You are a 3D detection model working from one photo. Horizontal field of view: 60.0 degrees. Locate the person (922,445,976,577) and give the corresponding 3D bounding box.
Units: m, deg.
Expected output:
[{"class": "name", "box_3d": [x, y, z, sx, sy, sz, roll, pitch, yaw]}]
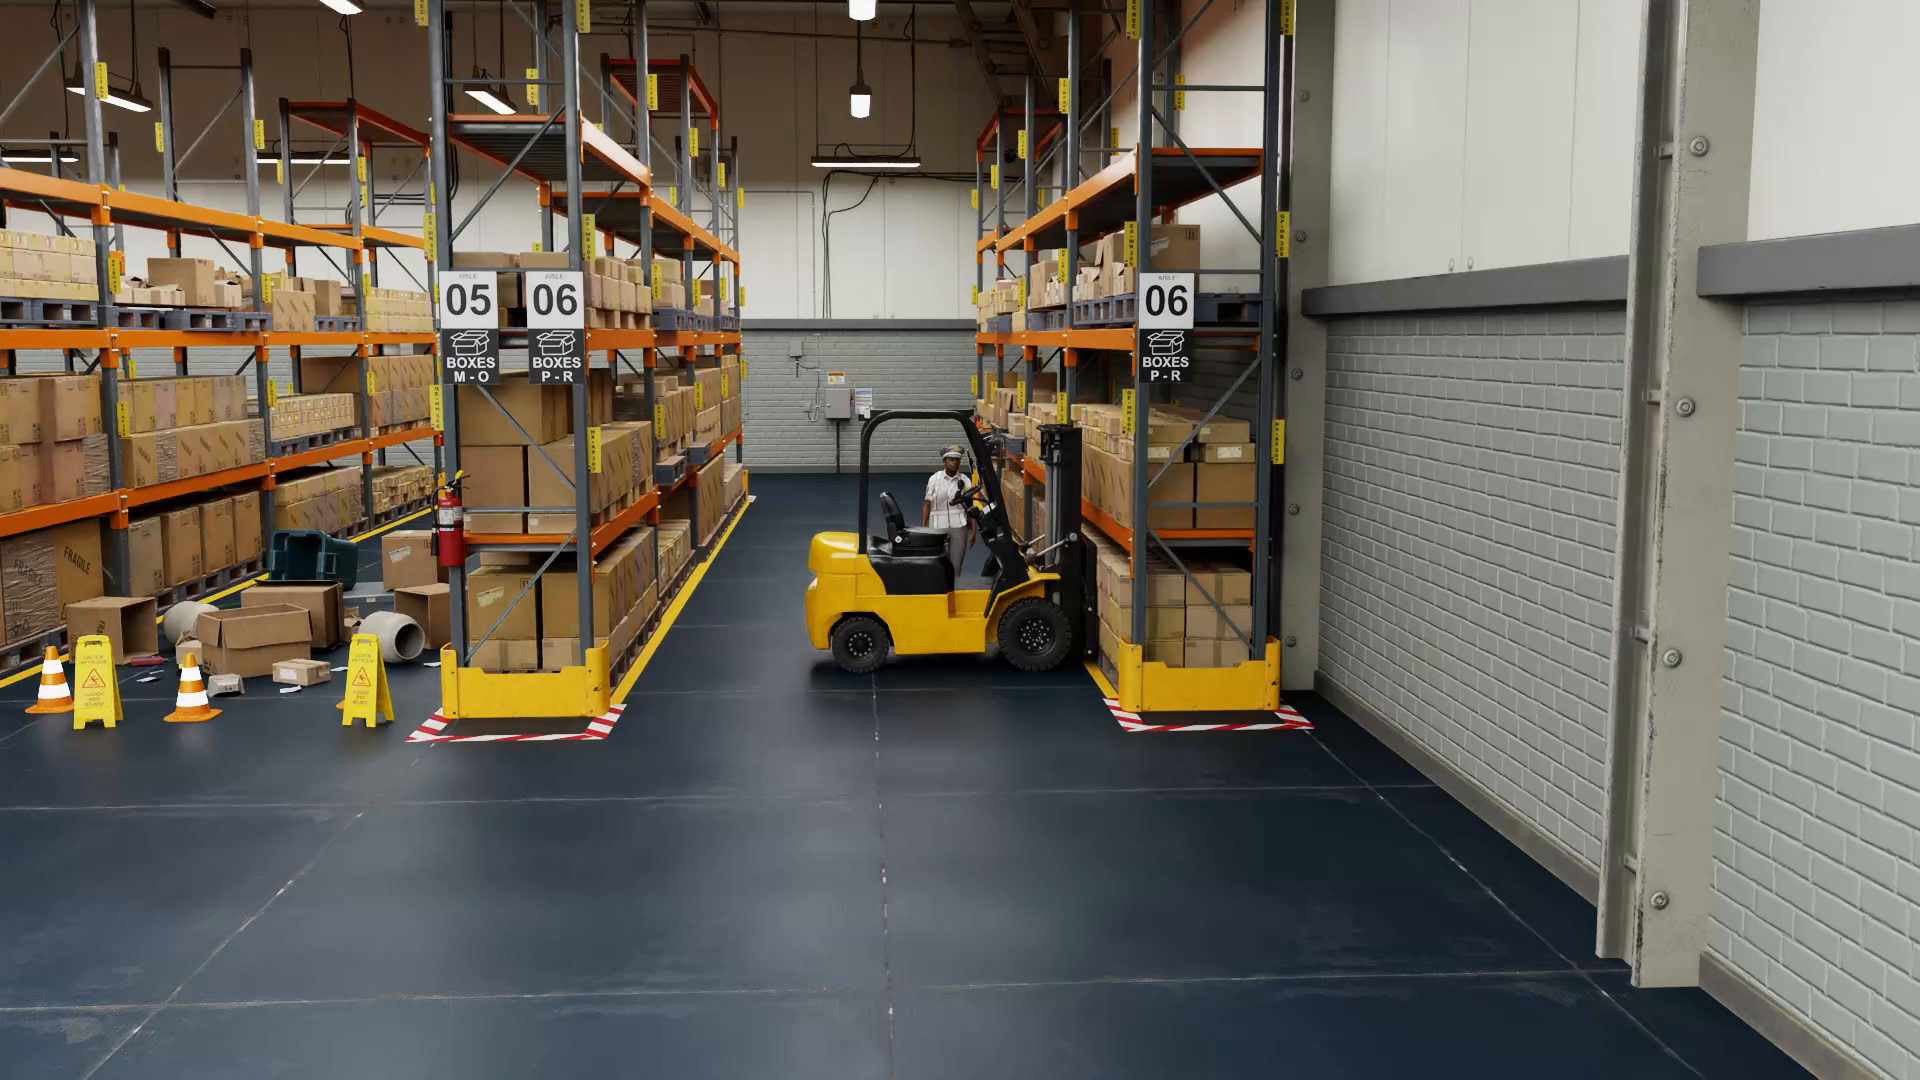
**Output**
[{"class": "person", "box_3d": [-0.120, -0.071, 16.125, 0.570, 1.695, 0.528, 0, 7, -4]}]
